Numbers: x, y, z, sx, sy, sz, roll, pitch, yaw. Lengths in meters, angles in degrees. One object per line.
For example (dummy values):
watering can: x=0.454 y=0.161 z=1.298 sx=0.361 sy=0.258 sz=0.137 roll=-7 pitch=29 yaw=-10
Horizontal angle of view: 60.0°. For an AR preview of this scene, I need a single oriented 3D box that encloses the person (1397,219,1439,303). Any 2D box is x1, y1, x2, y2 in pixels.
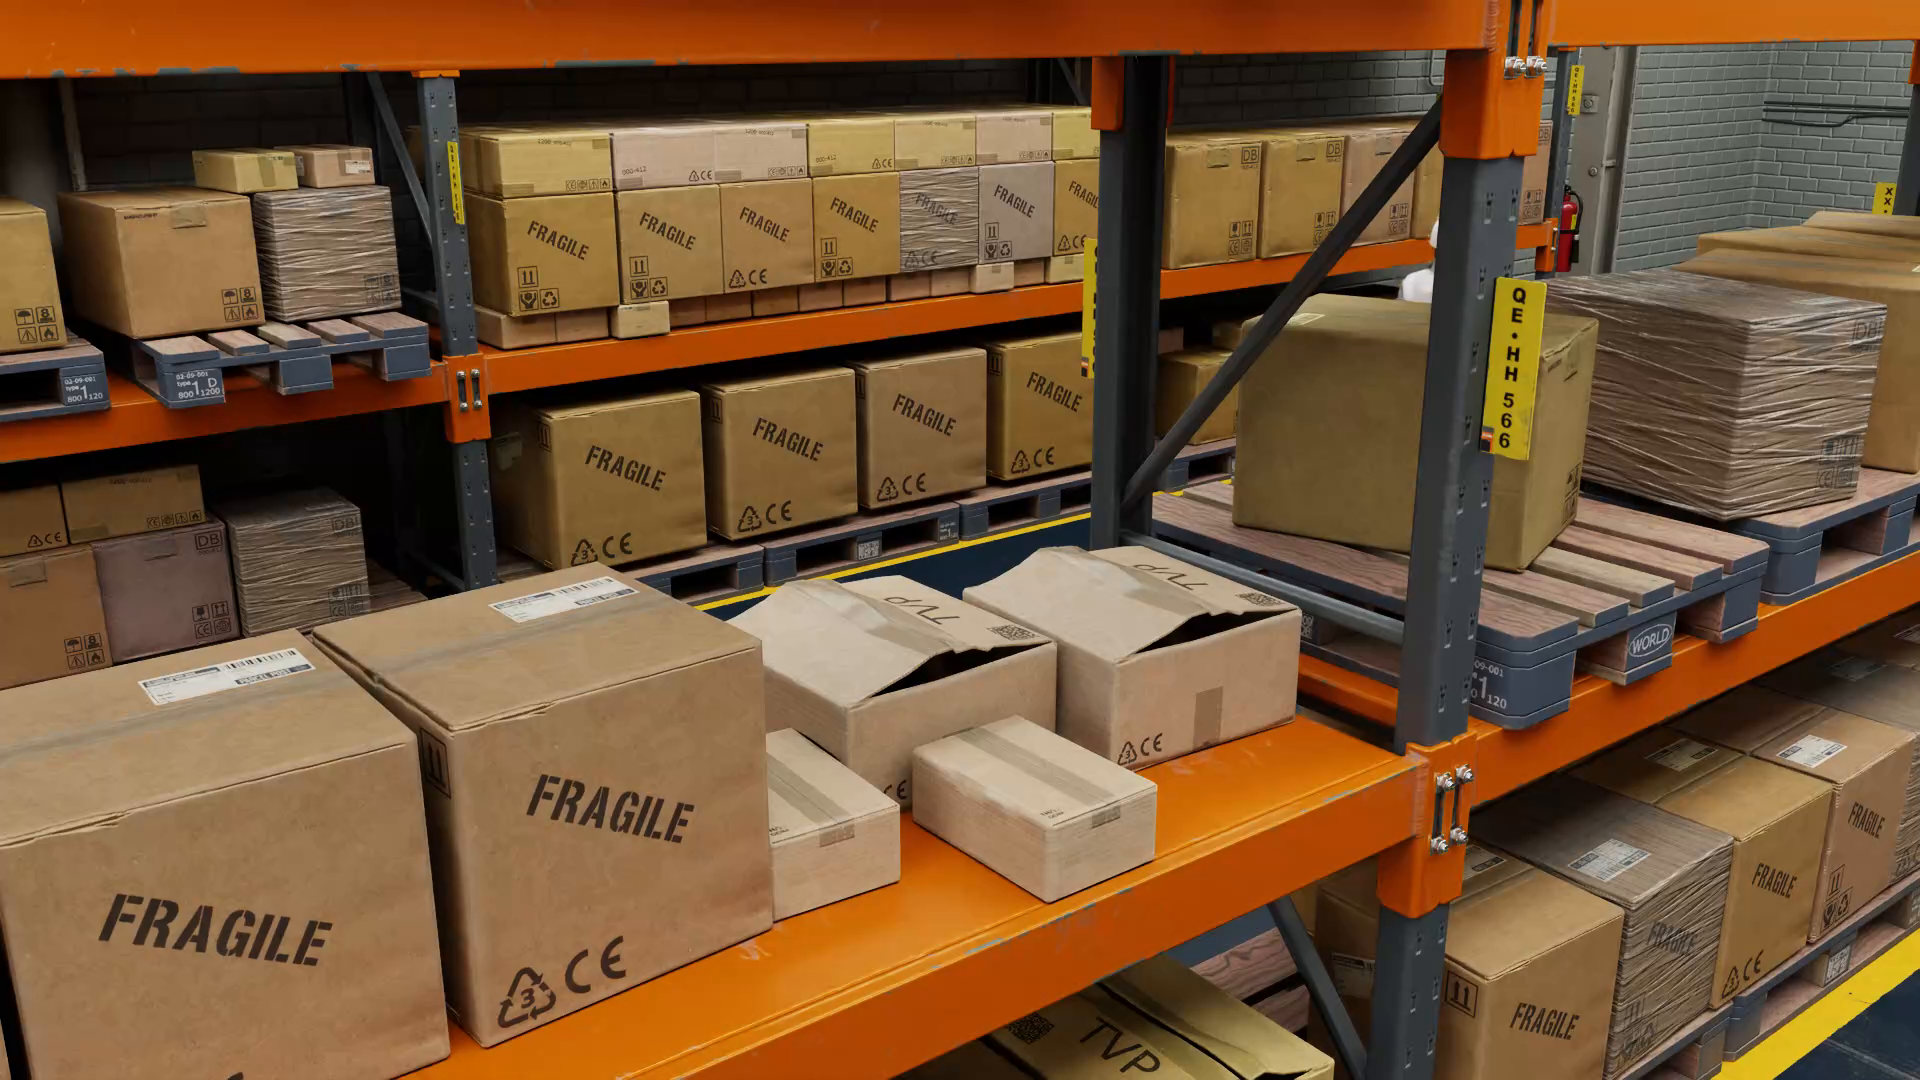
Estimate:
person: x=2.485 y=-0.795 z=8.514 sx=0.592 sy=1.773 sz=0.850 roll=13 pitch=22 yaw=35
